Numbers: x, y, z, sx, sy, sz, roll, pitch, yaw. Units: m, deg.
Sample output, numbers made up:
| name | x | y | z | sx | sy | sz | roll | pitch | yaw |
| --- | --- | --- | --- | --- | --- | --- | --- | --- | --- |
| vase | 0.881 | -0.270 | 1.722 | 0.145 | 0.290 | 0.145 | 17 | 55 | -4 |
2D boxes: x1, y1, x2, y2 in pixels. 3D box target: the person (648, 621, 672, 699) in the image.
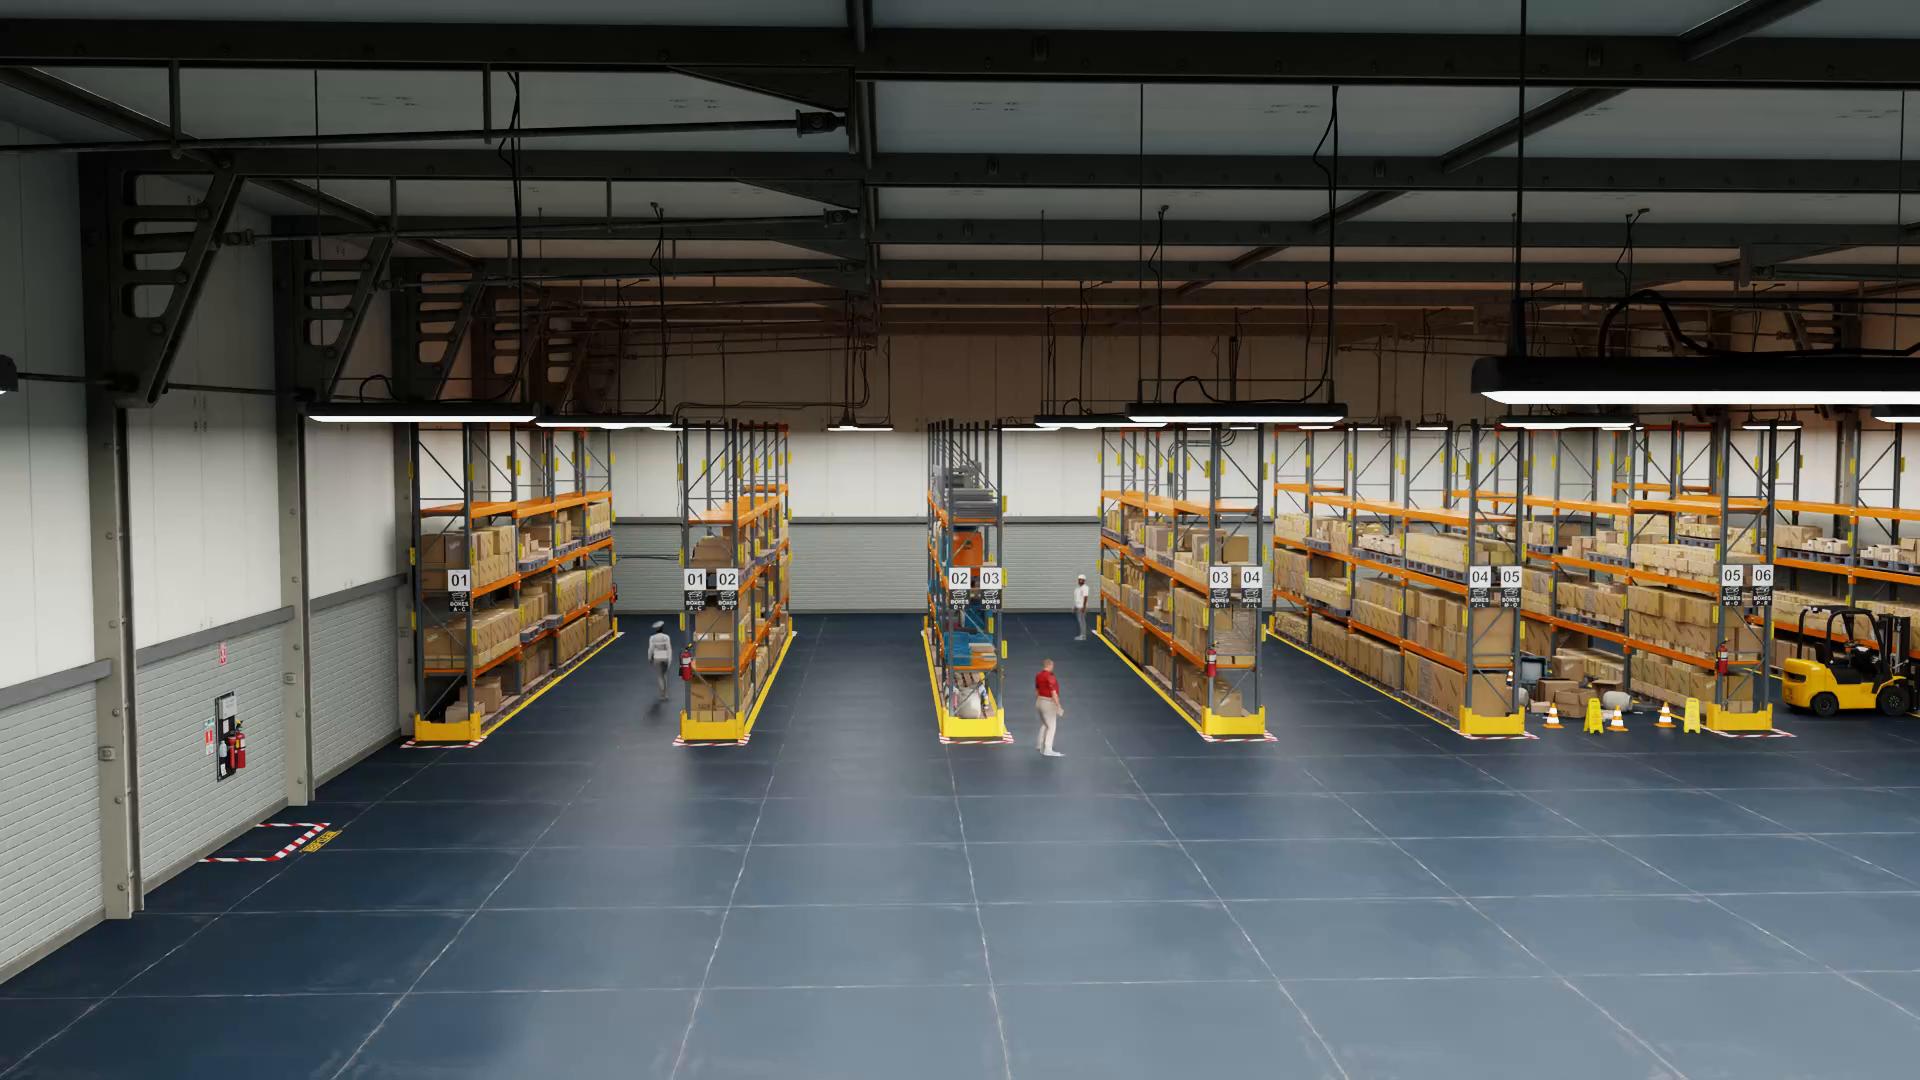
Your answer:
| name | x | y | z | sx | sy | sz | roll | pitch | yaw |
| --- | --- | --- | --- | --- | --- | --- | --- | --- | --- |
| person | -6.442 | 2.612 | 35.717 | 0.482 | 1.744 | 0.528 | -3 | 5 | -36 |

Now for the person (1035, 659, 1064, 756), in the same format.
| name | x | y | z | sx | sy | sz | roll | pitch | yaw |
| --- | --- | --- | --- | --- | --- | --- | --- | --- | --- |
| person | 1.579 | 3.005 | 29.588 | 0.378 | 1.792 | 0.626 | -2 | 4 | -25 |

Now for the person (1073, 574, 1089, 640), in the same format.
| name | x | y | z | sx | sy | sz | roll | pitch | yaw |
| --- | --- | --- | --- | --- | --- | --- | --- | --- | --- |
| person | 3.262 | 1.809 | 44.818 | 0.386 | 1.766 | 0.621 | 0 | 4 | -6 |
